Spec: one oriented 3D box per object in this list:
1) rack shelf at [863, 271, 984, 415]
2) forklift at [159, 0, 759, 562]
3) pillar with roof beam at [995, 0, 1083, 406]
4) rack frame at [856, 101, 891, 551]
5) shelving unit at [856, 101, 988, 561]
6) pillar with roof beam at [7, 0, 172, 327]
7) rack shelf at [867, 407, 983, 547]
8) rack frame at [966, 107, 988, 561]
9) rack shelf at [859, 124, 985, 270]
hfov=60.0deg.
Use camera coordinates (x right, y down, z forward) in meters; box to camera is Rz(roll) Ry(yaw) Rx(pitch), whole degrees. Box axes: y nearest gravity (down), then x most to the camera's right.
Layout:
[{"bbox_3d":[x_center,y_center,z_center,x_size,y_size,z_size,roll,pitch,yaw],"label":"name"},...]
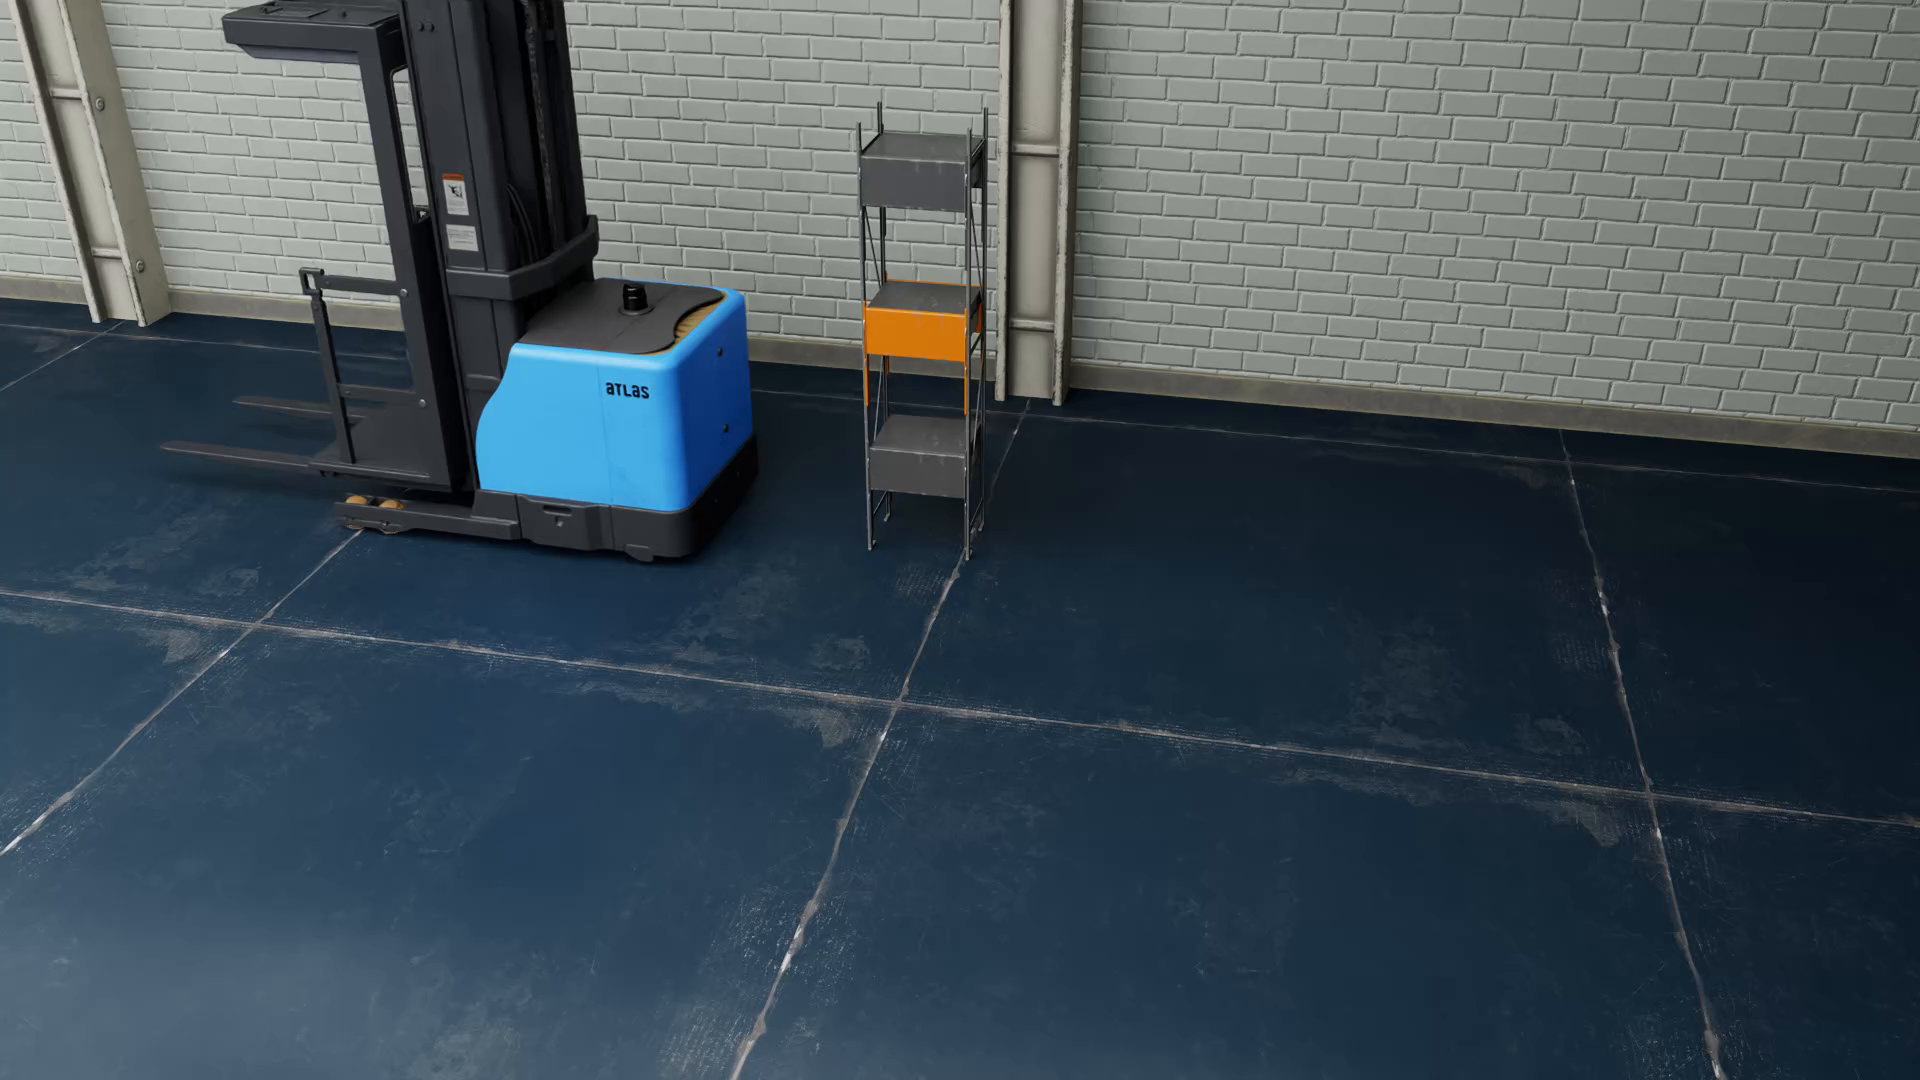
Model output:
[{"bbox_3d":[-0.162,-0.926,7.783,0.480,0.518,0.431,6,29,11],"label":"rack shelf"},{"bbox_3d":[-2.633,-1.551,8.031,3.031,2.935,1.130,7,29,12],"label":"forklift"},{"bbox_3d":[-0.468,-2.799,3.991,0.400,9.000,9.100,6,29,11],"label":"pillar with roof beam"},{"bbox_3d":[-0.401,-0.962,7.821,0.015,2.100,0.400,6,29,11],"label":"rack frame"},{"bbox_3d":[-0.162,-0.938,7.776,0.503,2.100,0.431,6,29,11],"label":"shelving unit"},{"bbox_3d":[-6.336,-3.400,5.090,0.400,9.000,9.100,6,29,11],"label":"pillar with roof beam"},{"bbox_3d":[-0.162,-0.312,8.119,0.480,0.518,0.431,6,29,11],"label":"rack shelf"},{"bbox_3d":[0.077,-0.913,7.731,0.015,2.100,0.400,6,29,11],"label":"rack frame"},{"bbox_3d":[-0.162,-1.540,7.447,0.480,0.518,0.431,6,29,11],"label":"rack shelf"}]
